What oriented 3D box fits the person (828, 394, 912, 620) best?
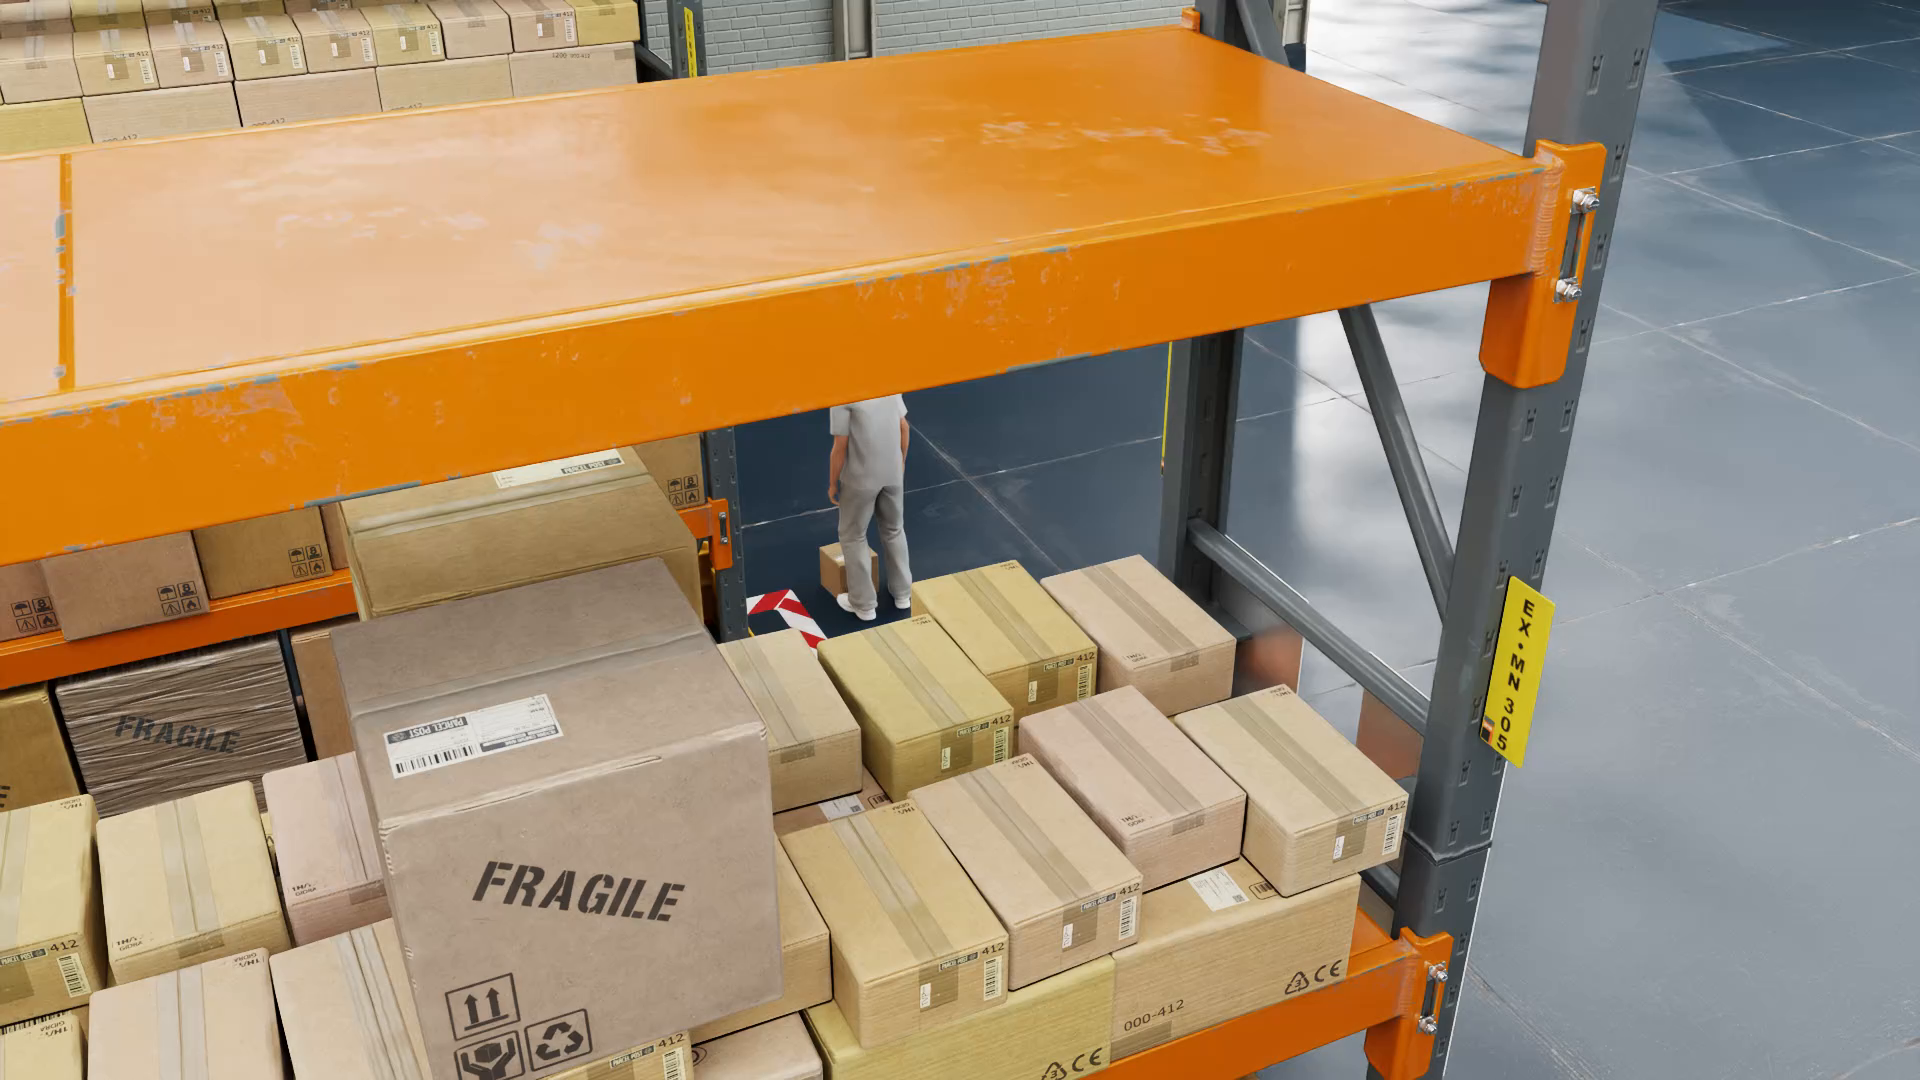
[{"bbox_3d":[-0.490,-0.345,9.059,0.515,1.671,0.362,-18,34,-29],"label":"person"}]
